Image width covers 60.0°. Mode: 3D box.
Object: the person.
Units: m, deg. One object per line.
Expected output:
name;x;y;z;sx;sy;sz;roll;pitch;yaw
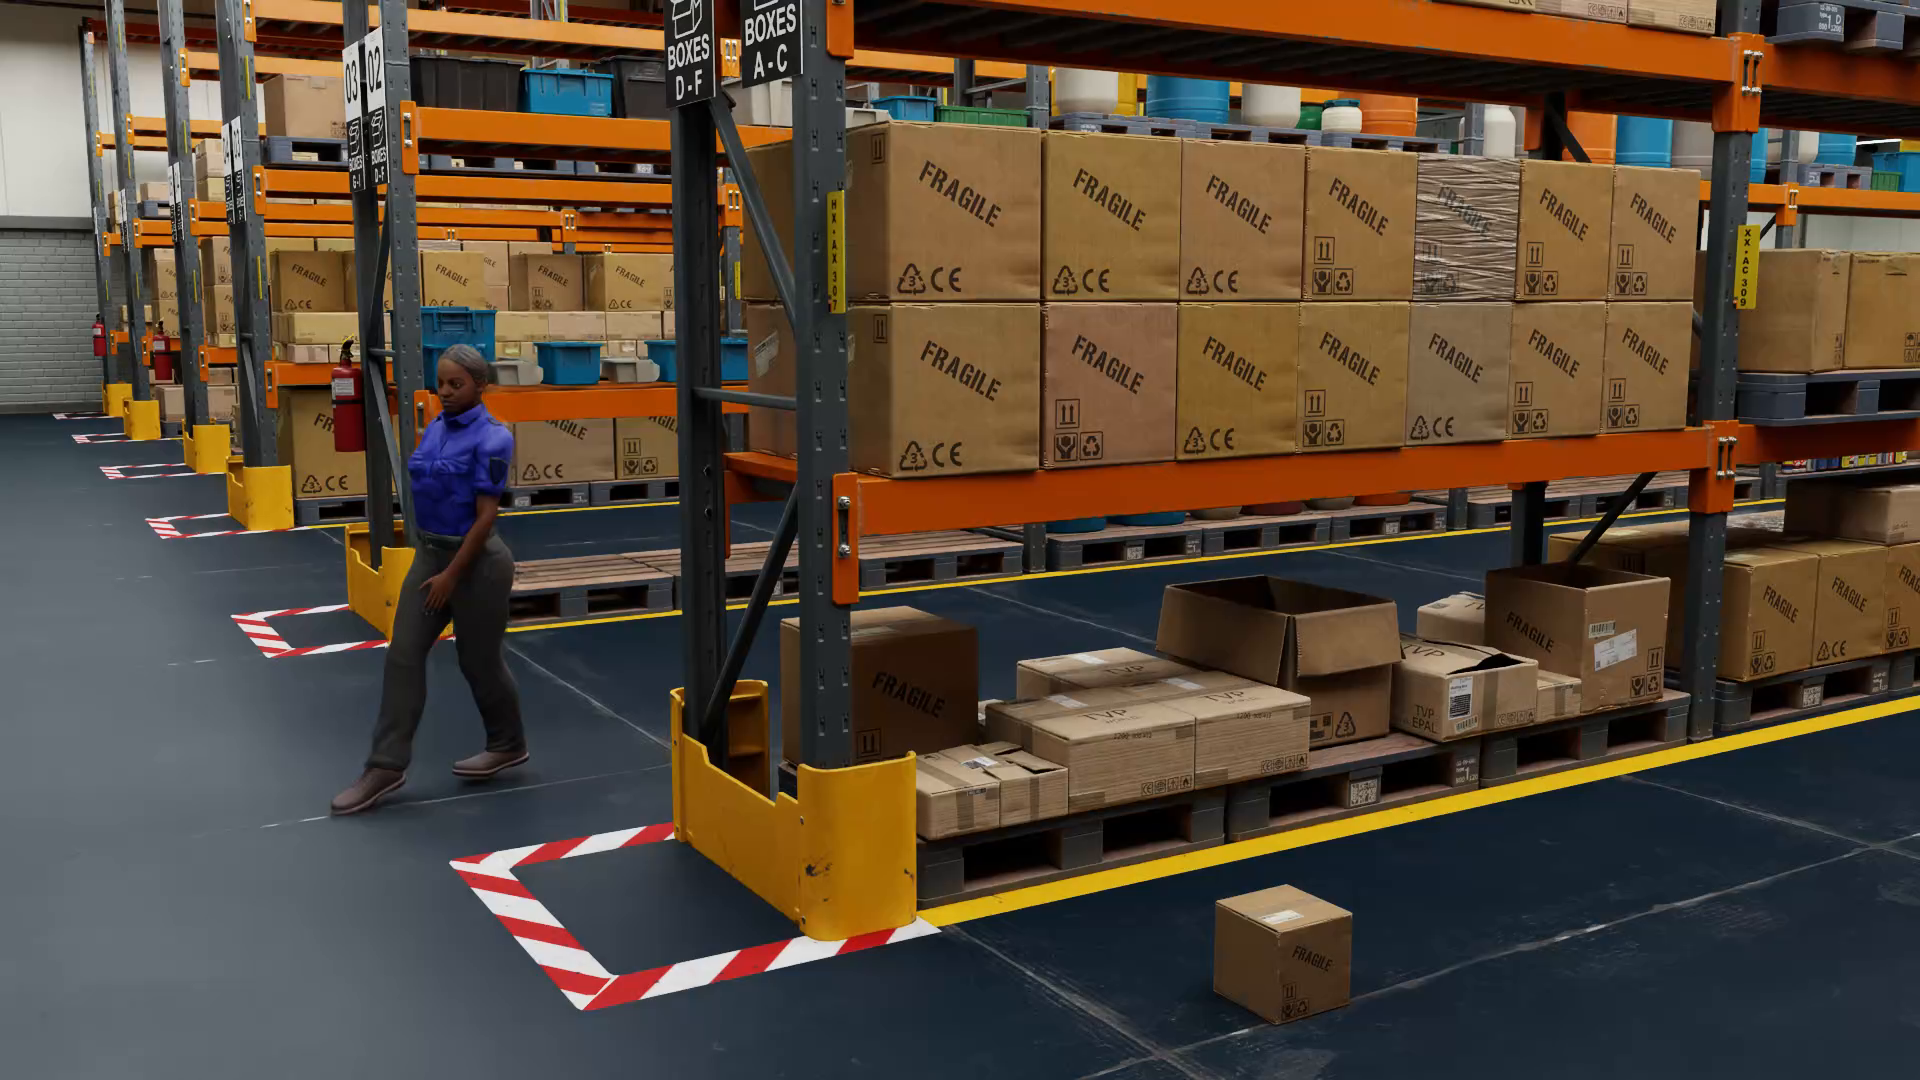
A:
person;-1.886;0.122;5.999;0.539;1.652;0.774;5;10;32
